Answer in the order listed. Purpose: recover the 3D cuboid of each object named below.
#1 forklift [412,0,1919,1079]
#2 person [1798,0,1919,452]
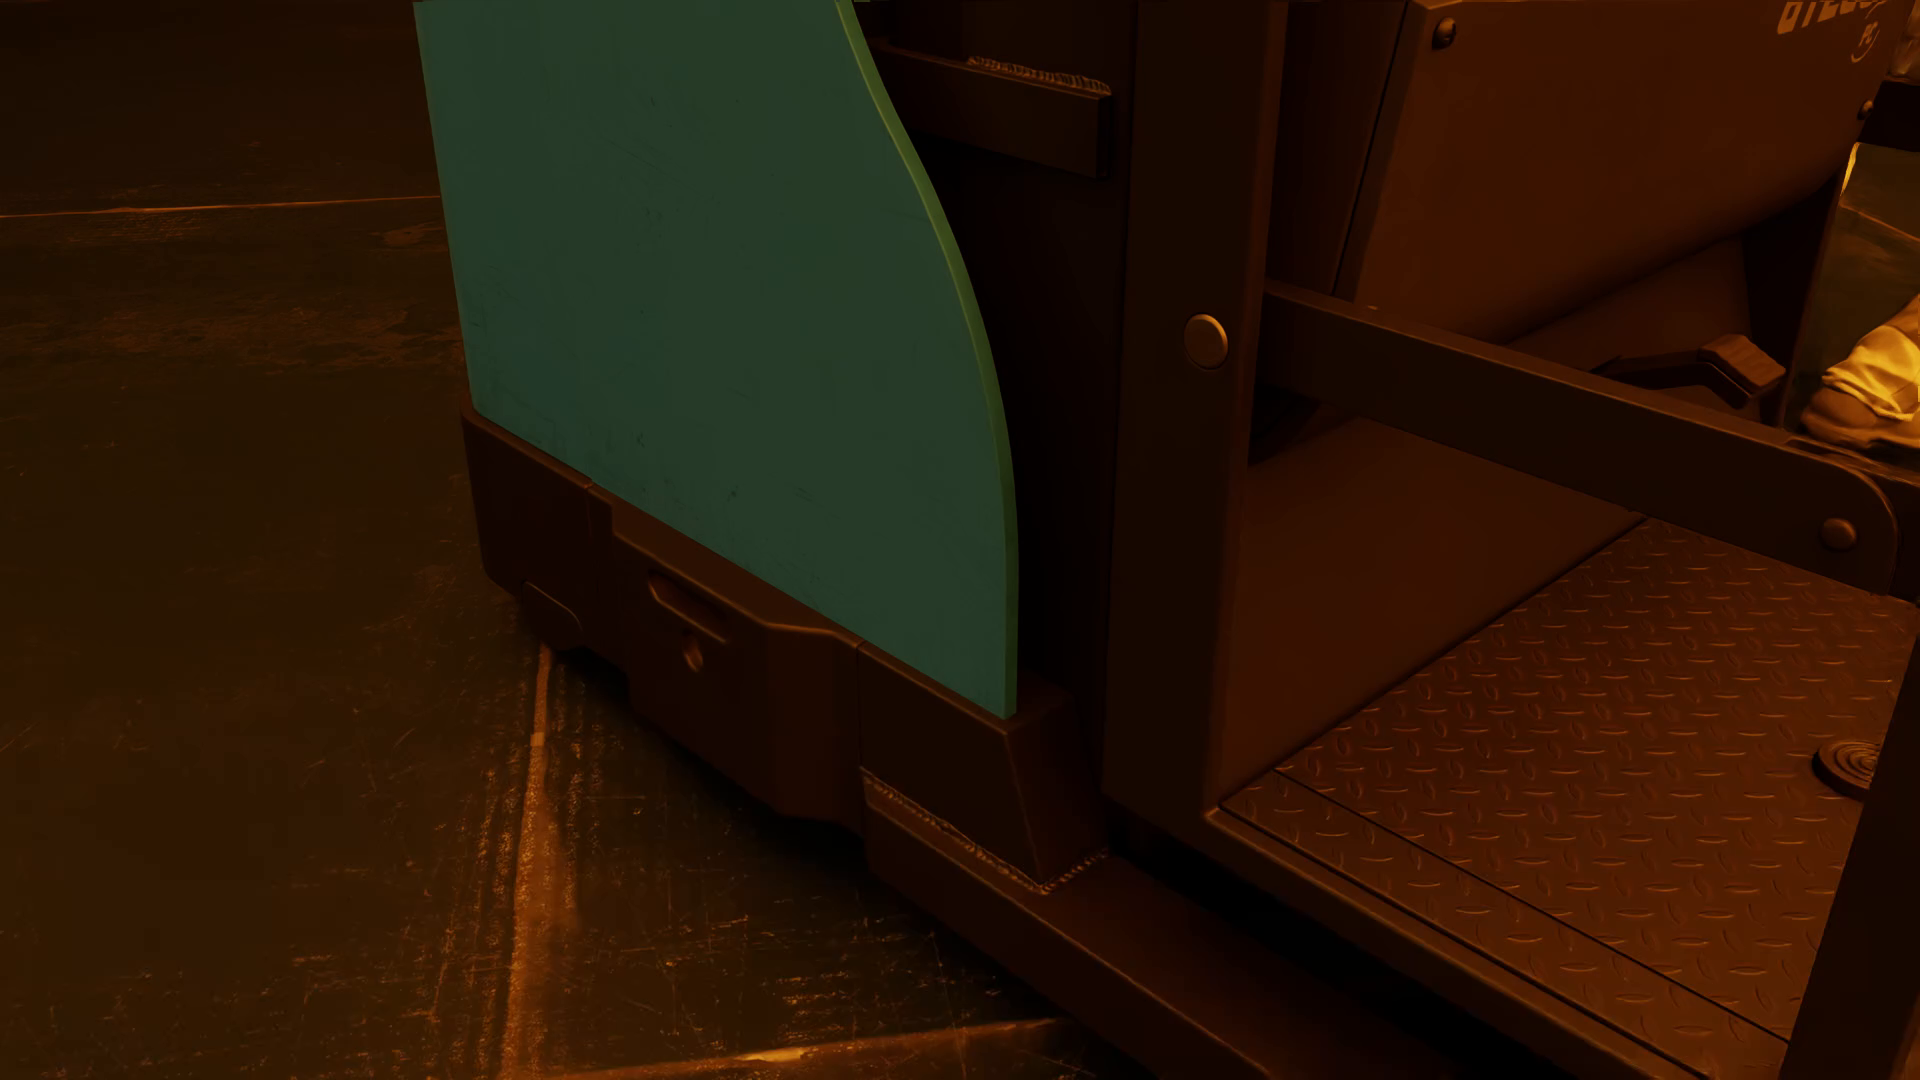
[{"bbox_3d":[0.723,-0.865,1.002,1.130,2.935,3.031,-24,36,-37],"label":"forklift"},{"bbox_3d":[1.422,-0.931,2.505,0.772,1.640,0.987,-18,33,-30],"label":"person"}]
